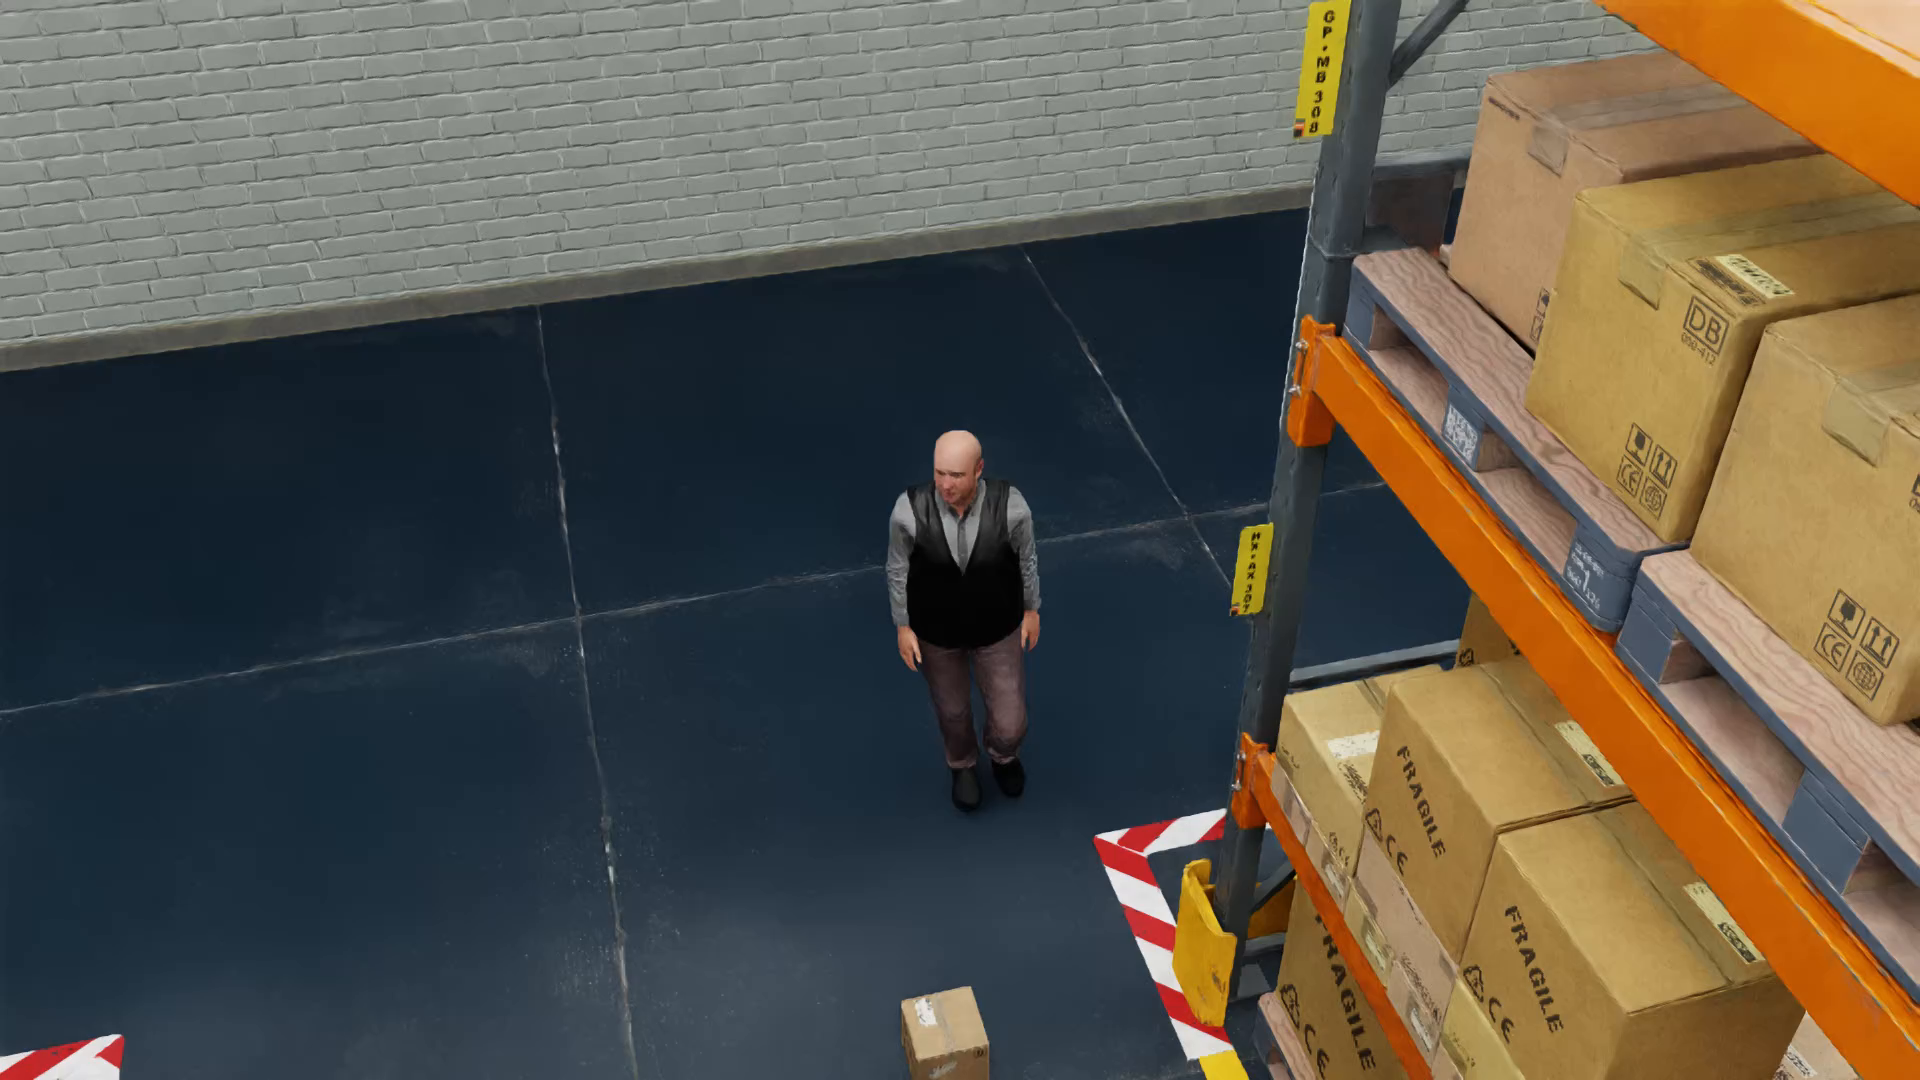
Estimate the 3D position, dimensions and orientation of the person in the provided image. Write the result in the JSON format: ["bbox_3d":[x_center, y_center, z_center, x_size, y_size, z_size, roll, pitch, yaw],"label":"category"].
[{"bbox_3d":[0.016,0.363,6.248,0.581,1.740,0.447,0,38,0],"label":"person"}]
